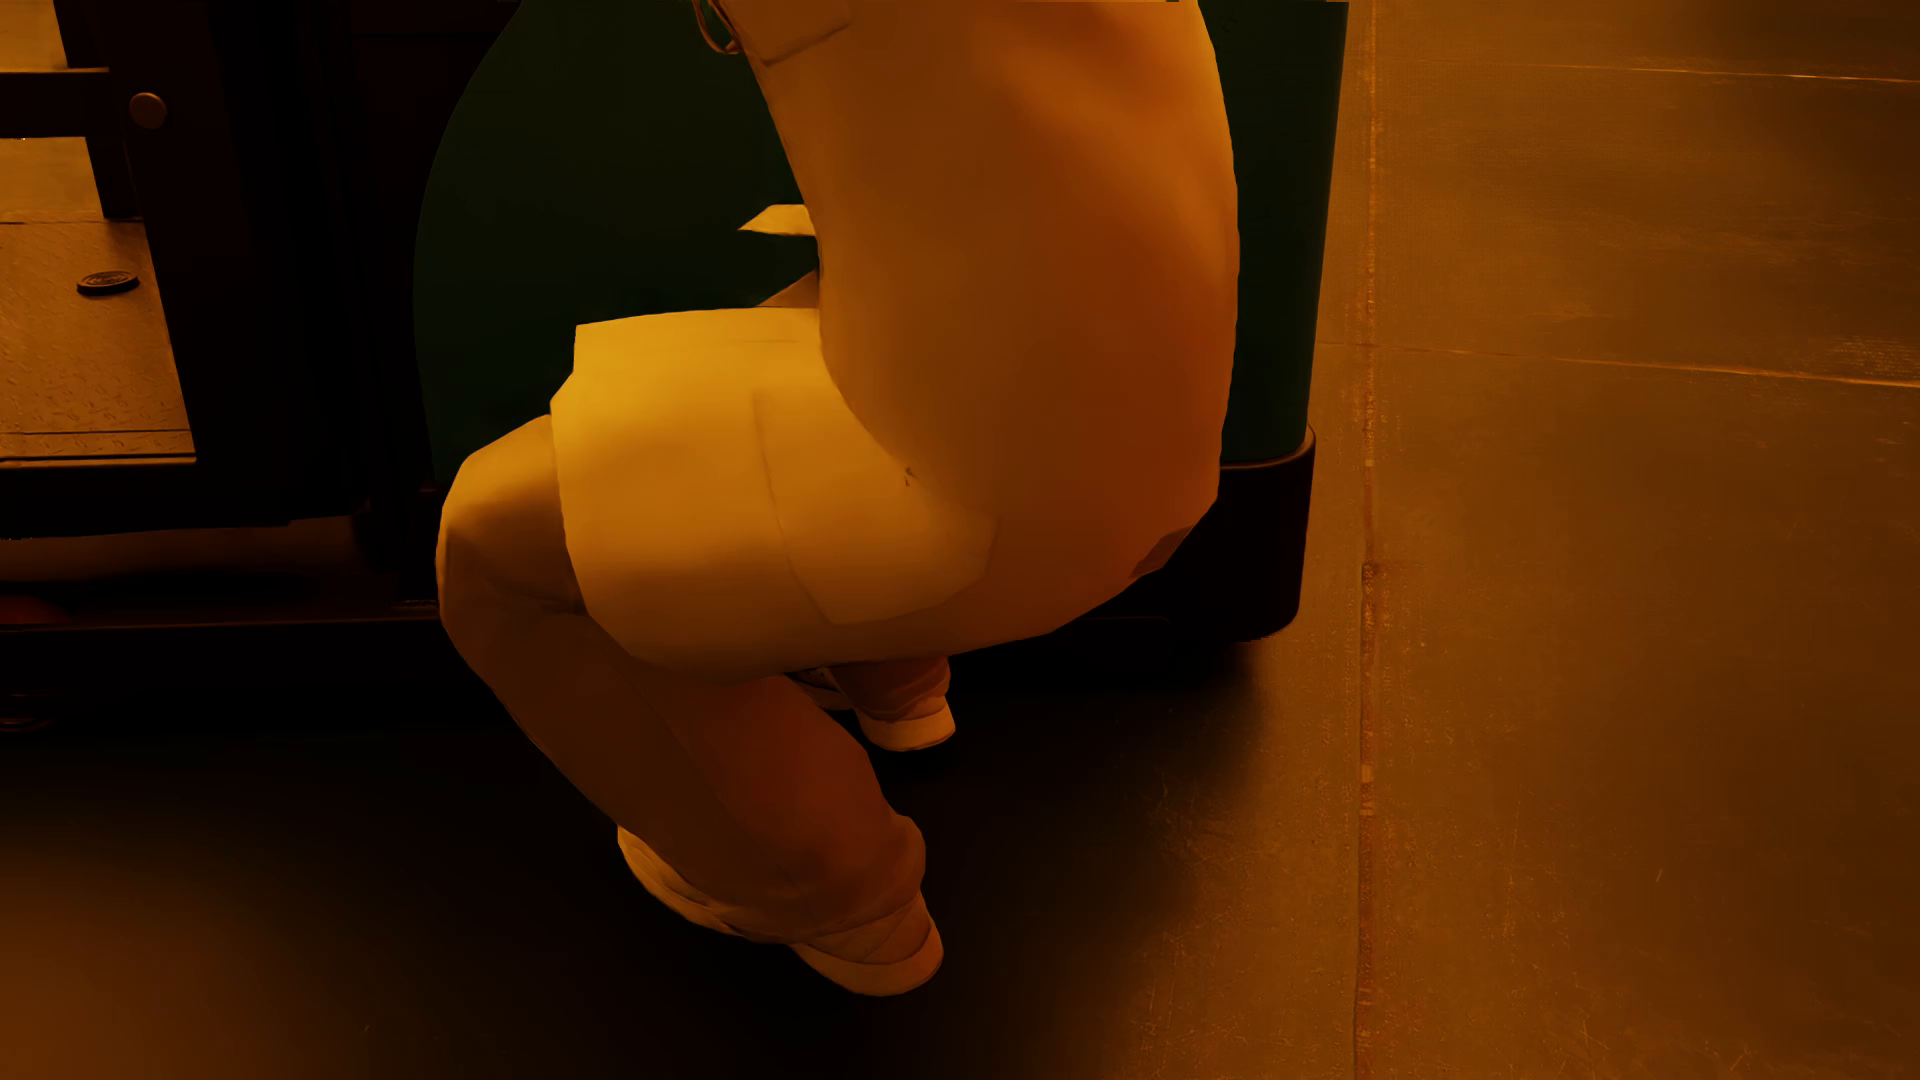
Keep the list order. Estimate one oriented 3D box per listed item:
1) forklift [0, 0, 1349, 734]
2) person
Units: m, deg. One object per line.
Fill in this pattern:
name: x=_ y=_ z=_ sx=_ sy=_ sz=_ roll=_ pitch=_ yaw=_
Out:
forklift: x=-1.096 y=-1.313 z=1.849 sx=3.031 sy=2.935 sz=1.130 roll=-2 pitch=27 yaw=-3
person: x=-0.208 y=-0.127 z=1.164 sx=0.785 sy=1.462 sz=1.642 roll=5 pitch=27 yaw=9
